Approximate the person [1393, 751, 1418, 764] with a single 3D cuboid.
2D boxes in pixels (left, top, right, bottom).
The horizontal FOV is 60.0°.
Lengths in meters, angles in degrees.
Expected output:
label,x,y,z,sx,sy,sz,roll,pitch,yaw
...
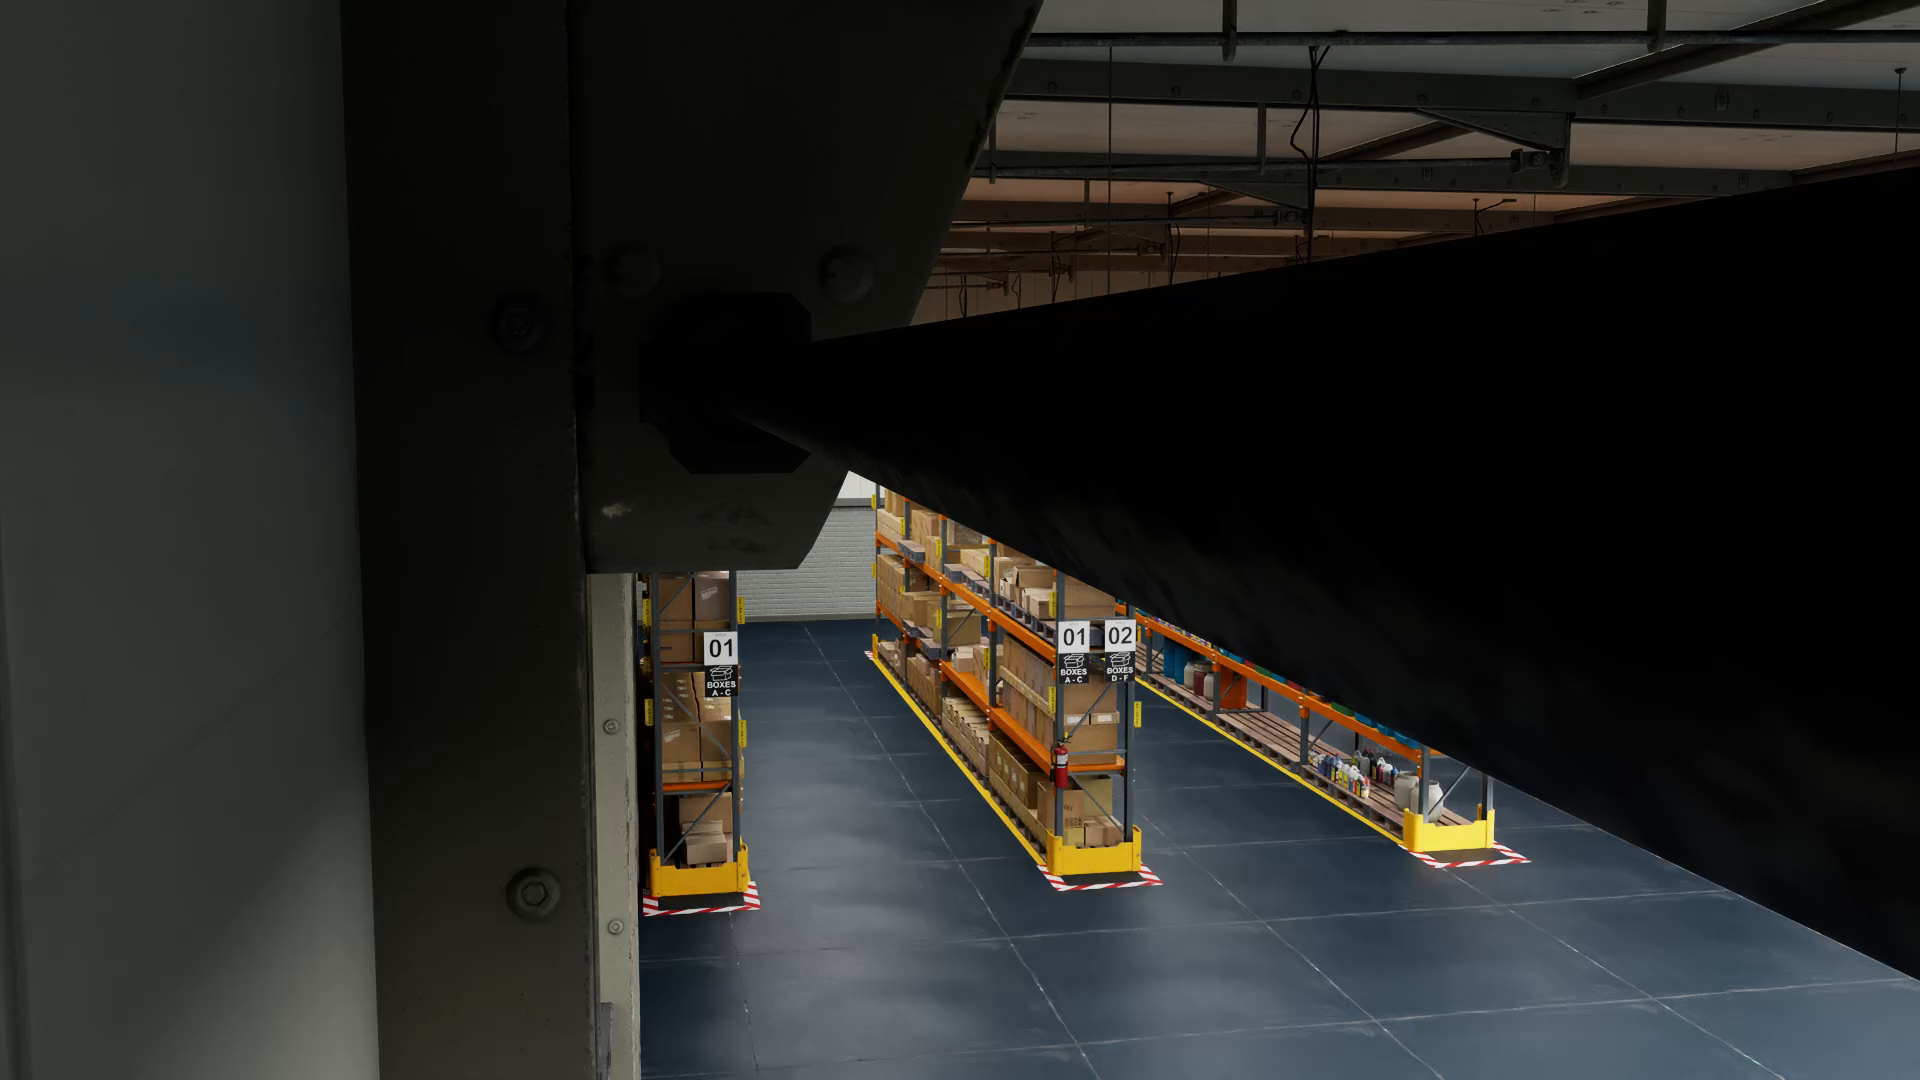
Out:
label,x,y,z,sx,sy,sz,roll,pitch,yaw
person,7.313,2.760,26.967,0.658,1.560,1.112,-1,6,-8
